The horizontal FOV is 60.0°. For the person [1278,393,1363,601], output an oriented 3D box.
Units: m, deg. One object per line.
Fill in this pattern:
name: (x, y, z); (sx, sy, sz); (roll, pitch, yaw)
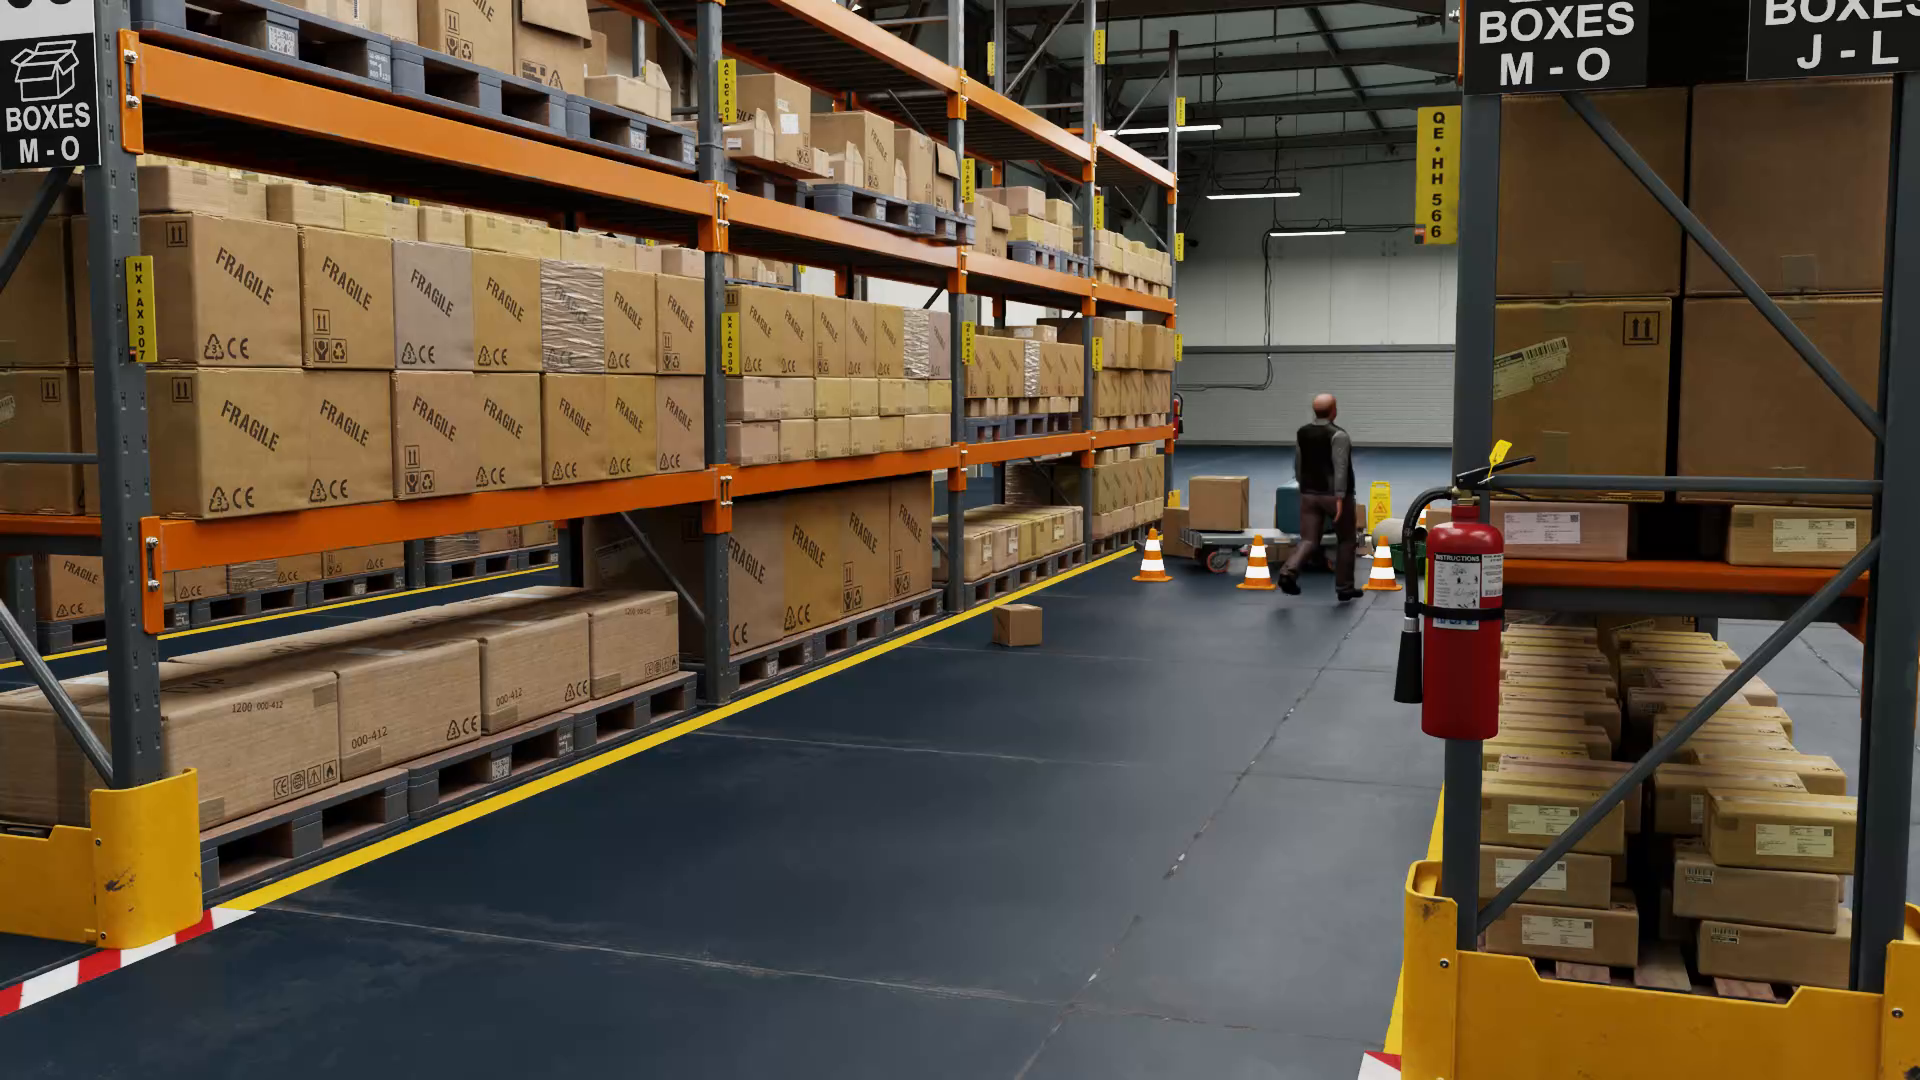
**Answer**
person: (2.912, -0.302, 13.382); (0.953, 1.608, 0.541); (-5, 7, -45)
